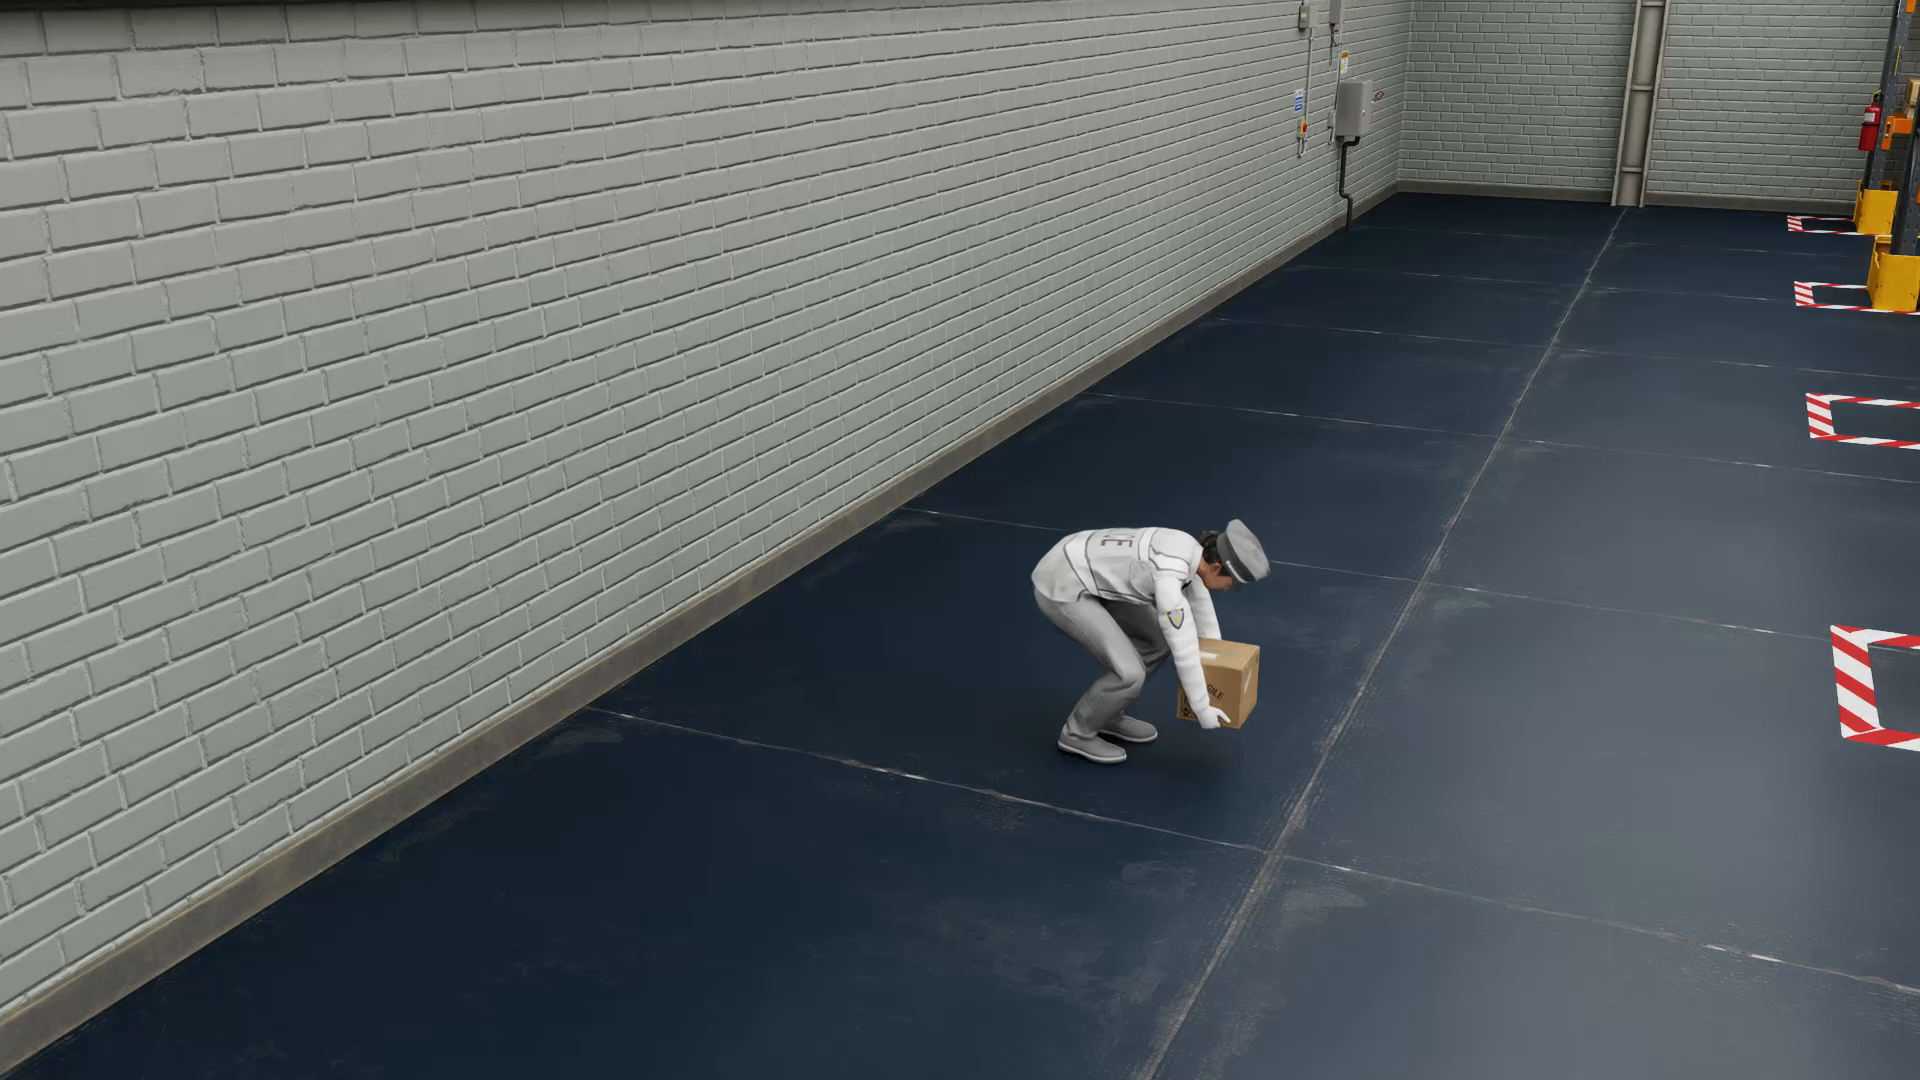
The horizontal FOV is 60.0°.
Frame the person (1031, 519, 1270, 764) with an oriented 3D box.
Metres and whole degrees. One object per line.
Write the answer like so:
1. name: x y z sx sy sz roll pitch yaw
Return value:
1. person: 0.732 0.375 6.504 0.917 1.000 0.452 7 20 20
